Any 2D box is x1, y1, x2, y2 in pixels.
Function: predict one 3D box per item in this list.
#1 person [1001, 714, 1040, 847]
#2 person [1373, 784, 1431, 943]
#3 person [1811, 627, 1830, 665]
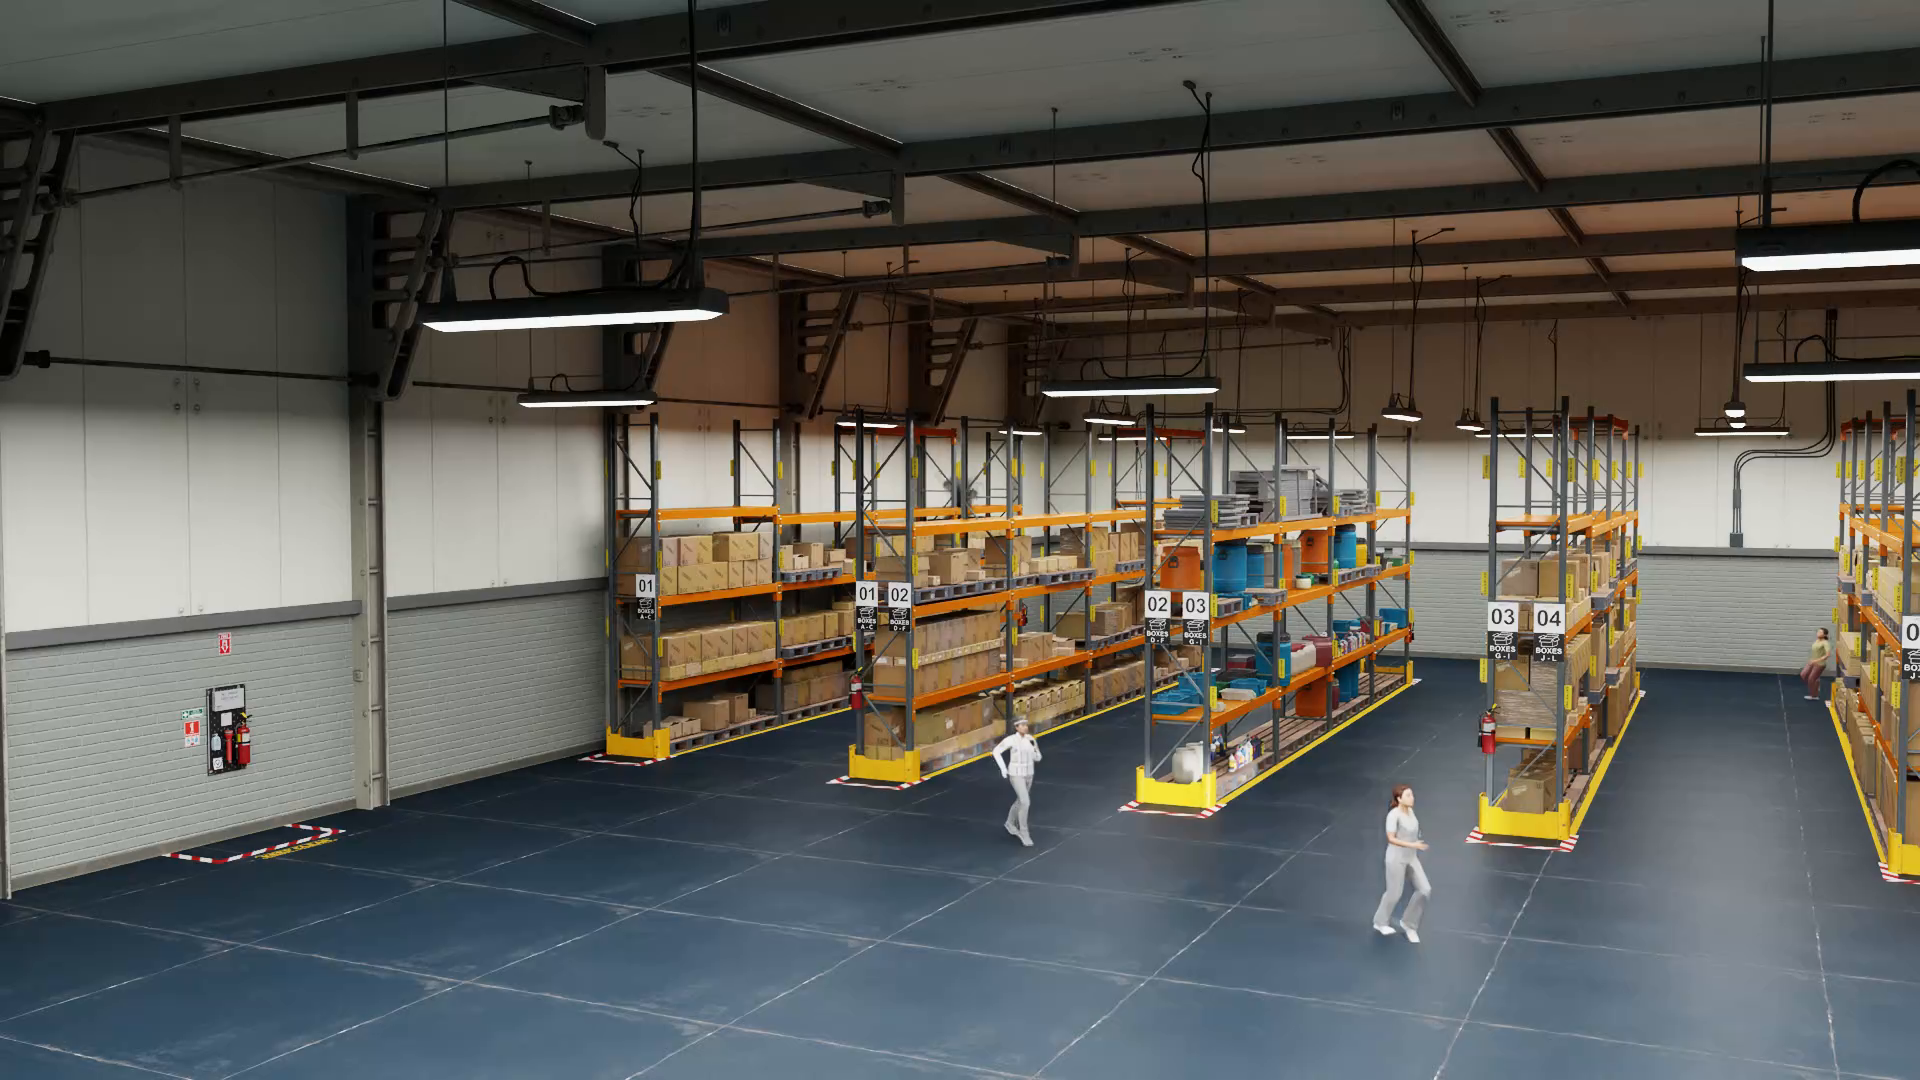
[{"bbox_3d":[0.789,3.212,22.353,0.477,1.750,0.746,-2,3,-39],"label":"person"},{"bbox_3d":[4.713,3.440,17.658,0.576,1.706,0.705,-2,3,-37],"label":"person"},{"bbox_3d":[18.598,2.312,36.031,0.436,0.824,0.612,0,2,-8],"label":"person"}]
